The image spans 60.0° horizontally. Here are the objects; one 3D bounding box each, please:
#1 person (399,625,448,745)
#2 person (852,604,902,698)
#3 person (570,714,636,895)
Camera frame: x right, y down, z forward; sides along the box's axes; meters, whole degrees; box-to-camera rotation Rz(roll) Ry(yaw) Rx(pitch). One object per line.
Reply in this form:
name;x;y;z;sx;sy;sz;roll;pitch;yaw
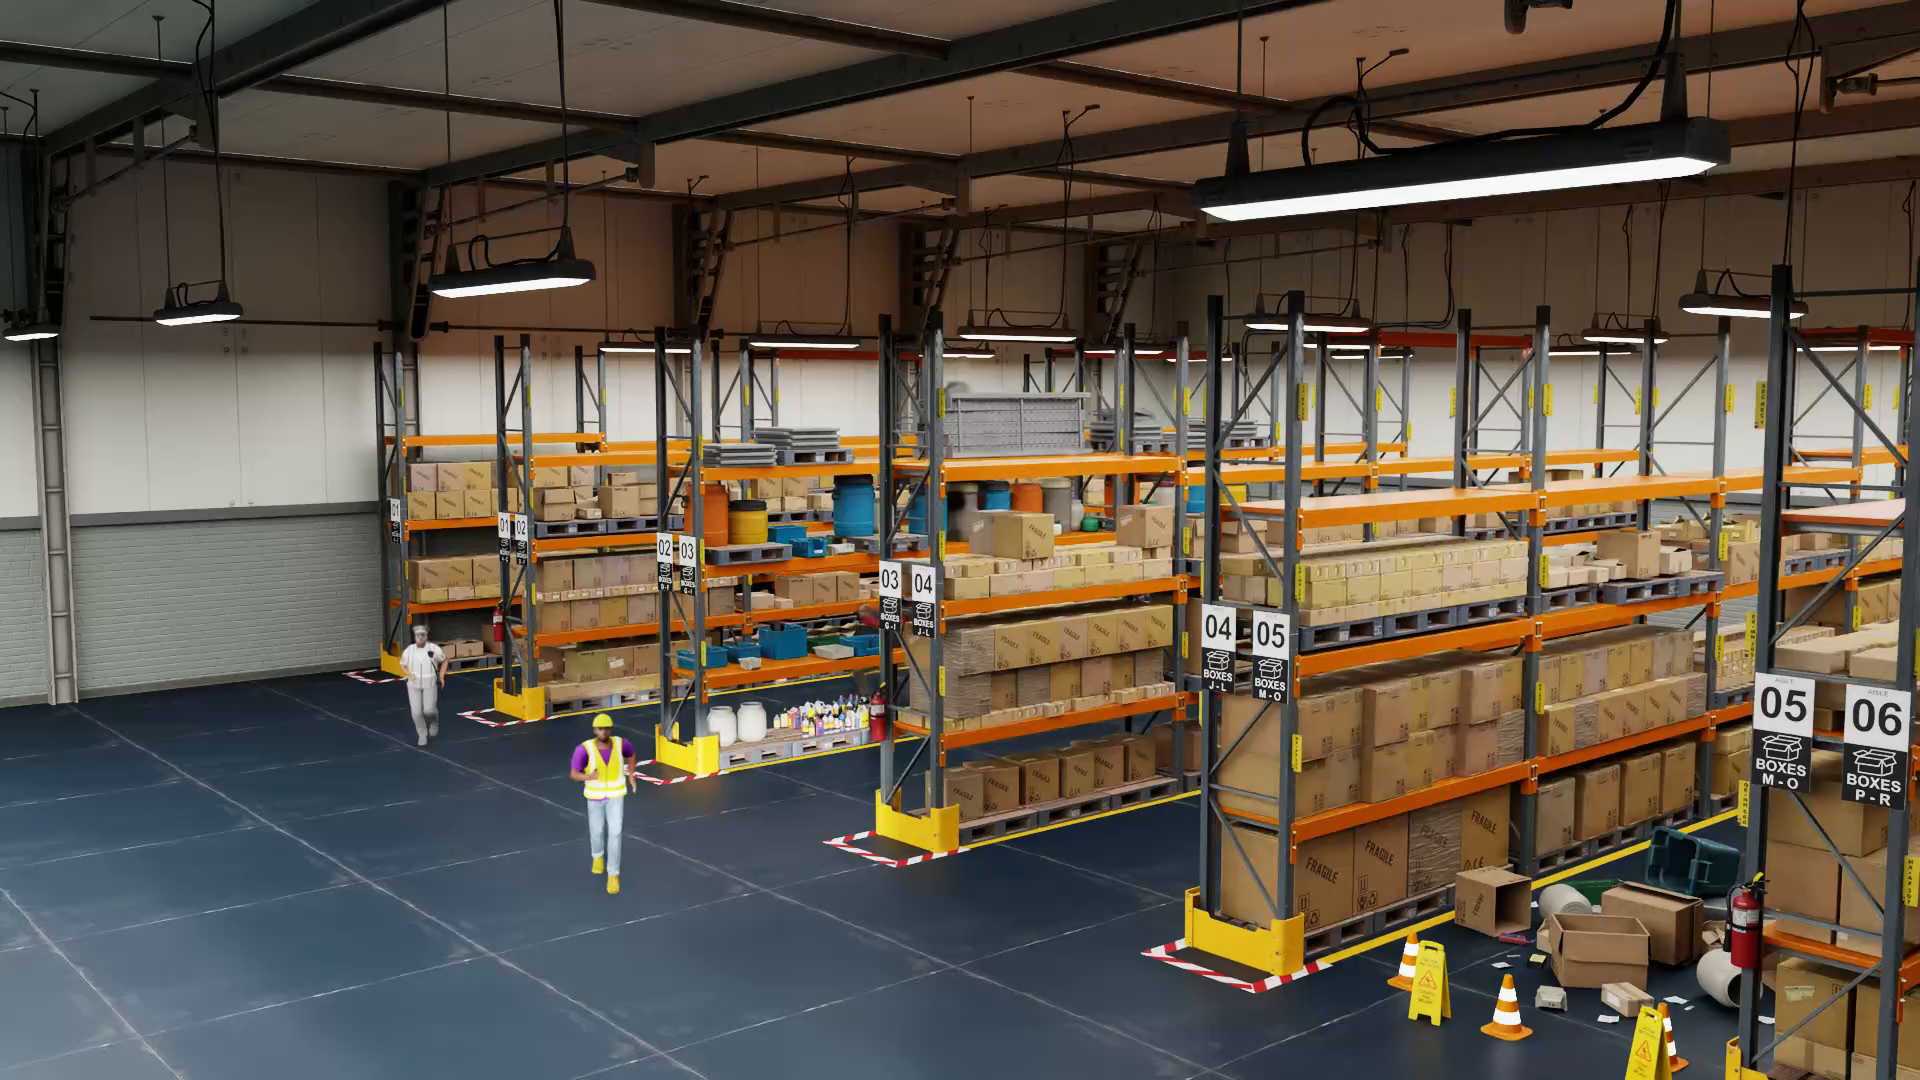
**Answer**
person;-7.799;2.104;24.151;0.658;1.743;0.593;-1;5;-11
person;-1.361;1.879;27.010;0.962;1.734;0.650;-4;7;-40
person;-3.710;2.690;17.329;0.681;1.802;0.897;-1;5;-15
